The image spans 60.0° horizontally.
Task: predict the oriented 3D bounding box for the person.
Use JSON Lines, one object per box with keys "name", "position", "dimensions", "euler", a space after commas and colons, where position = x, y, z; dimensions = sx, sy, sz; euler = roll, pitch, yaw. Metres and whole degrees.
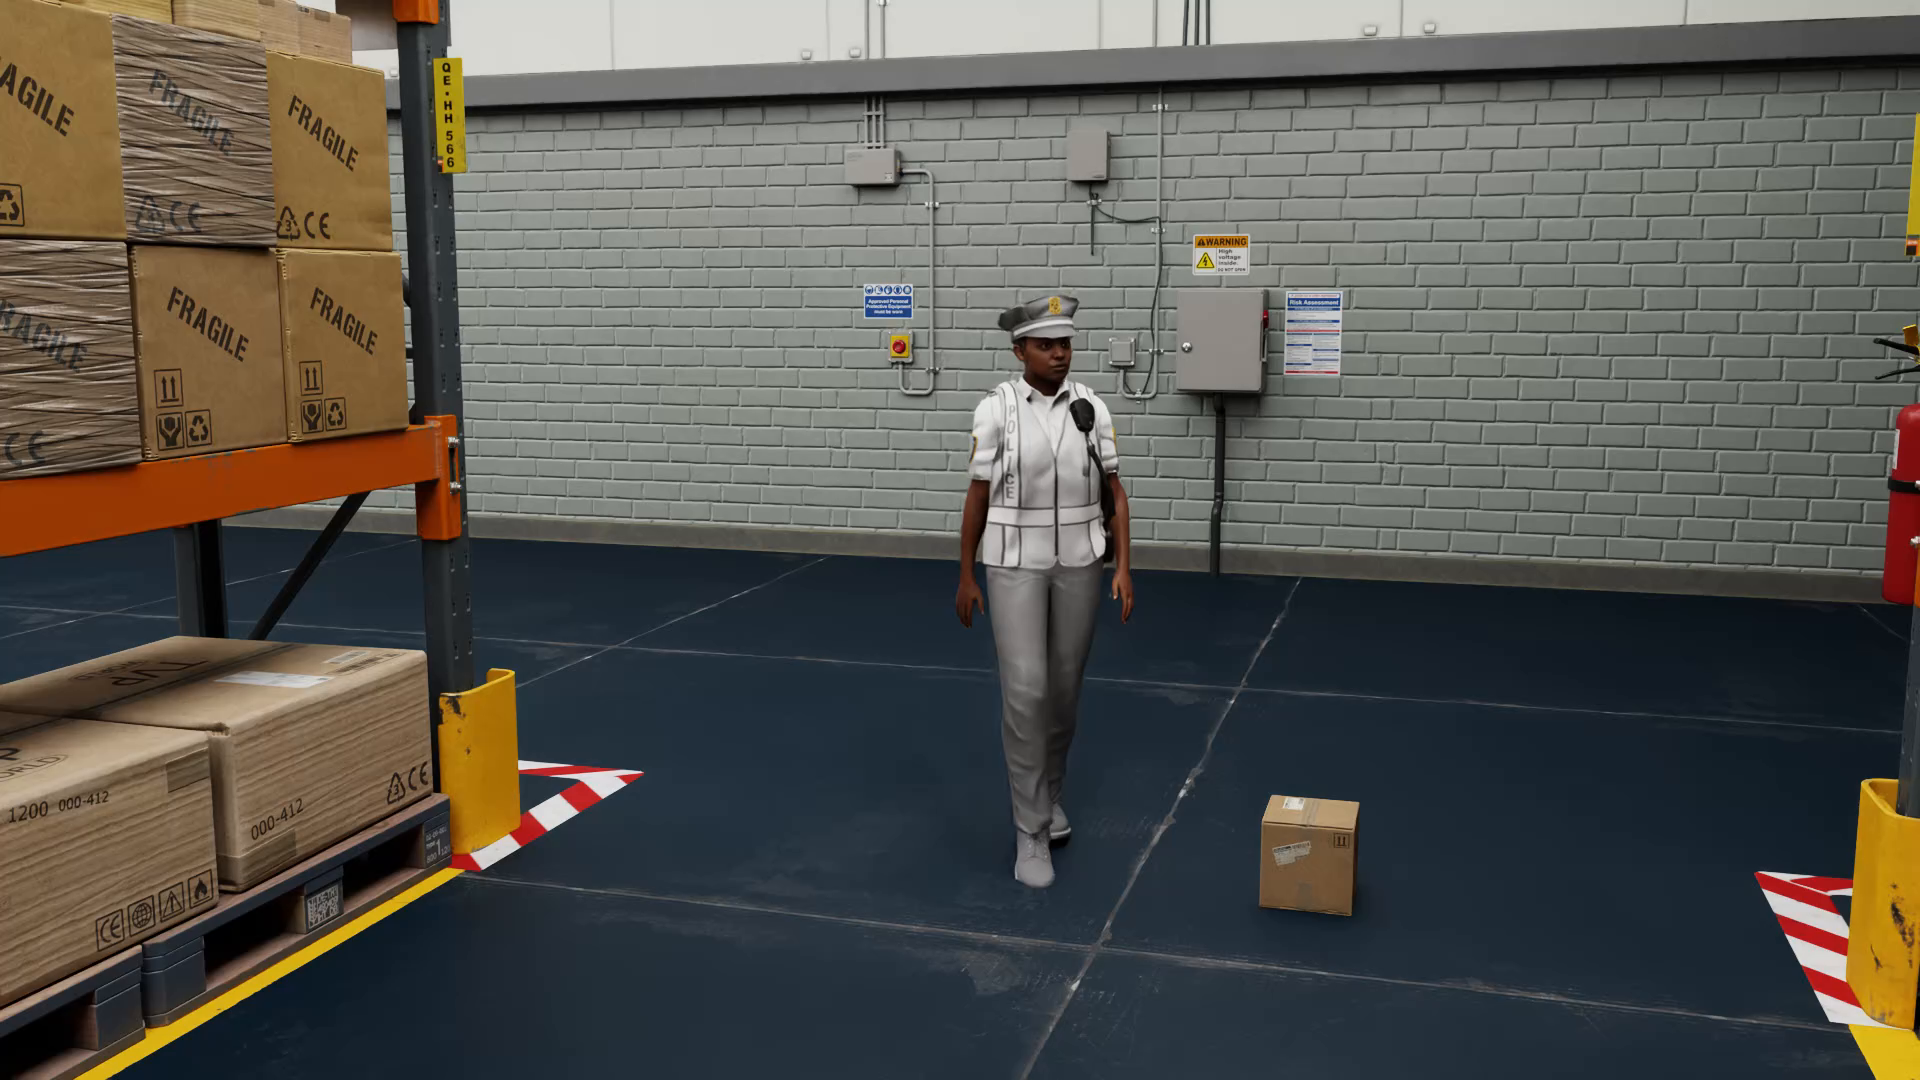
{"name": "person", "position": [0.280, 0.131, 4.970], "dimensions": [0.505, 1.718, 0.614], "euler": [-2, 9, -15]}
